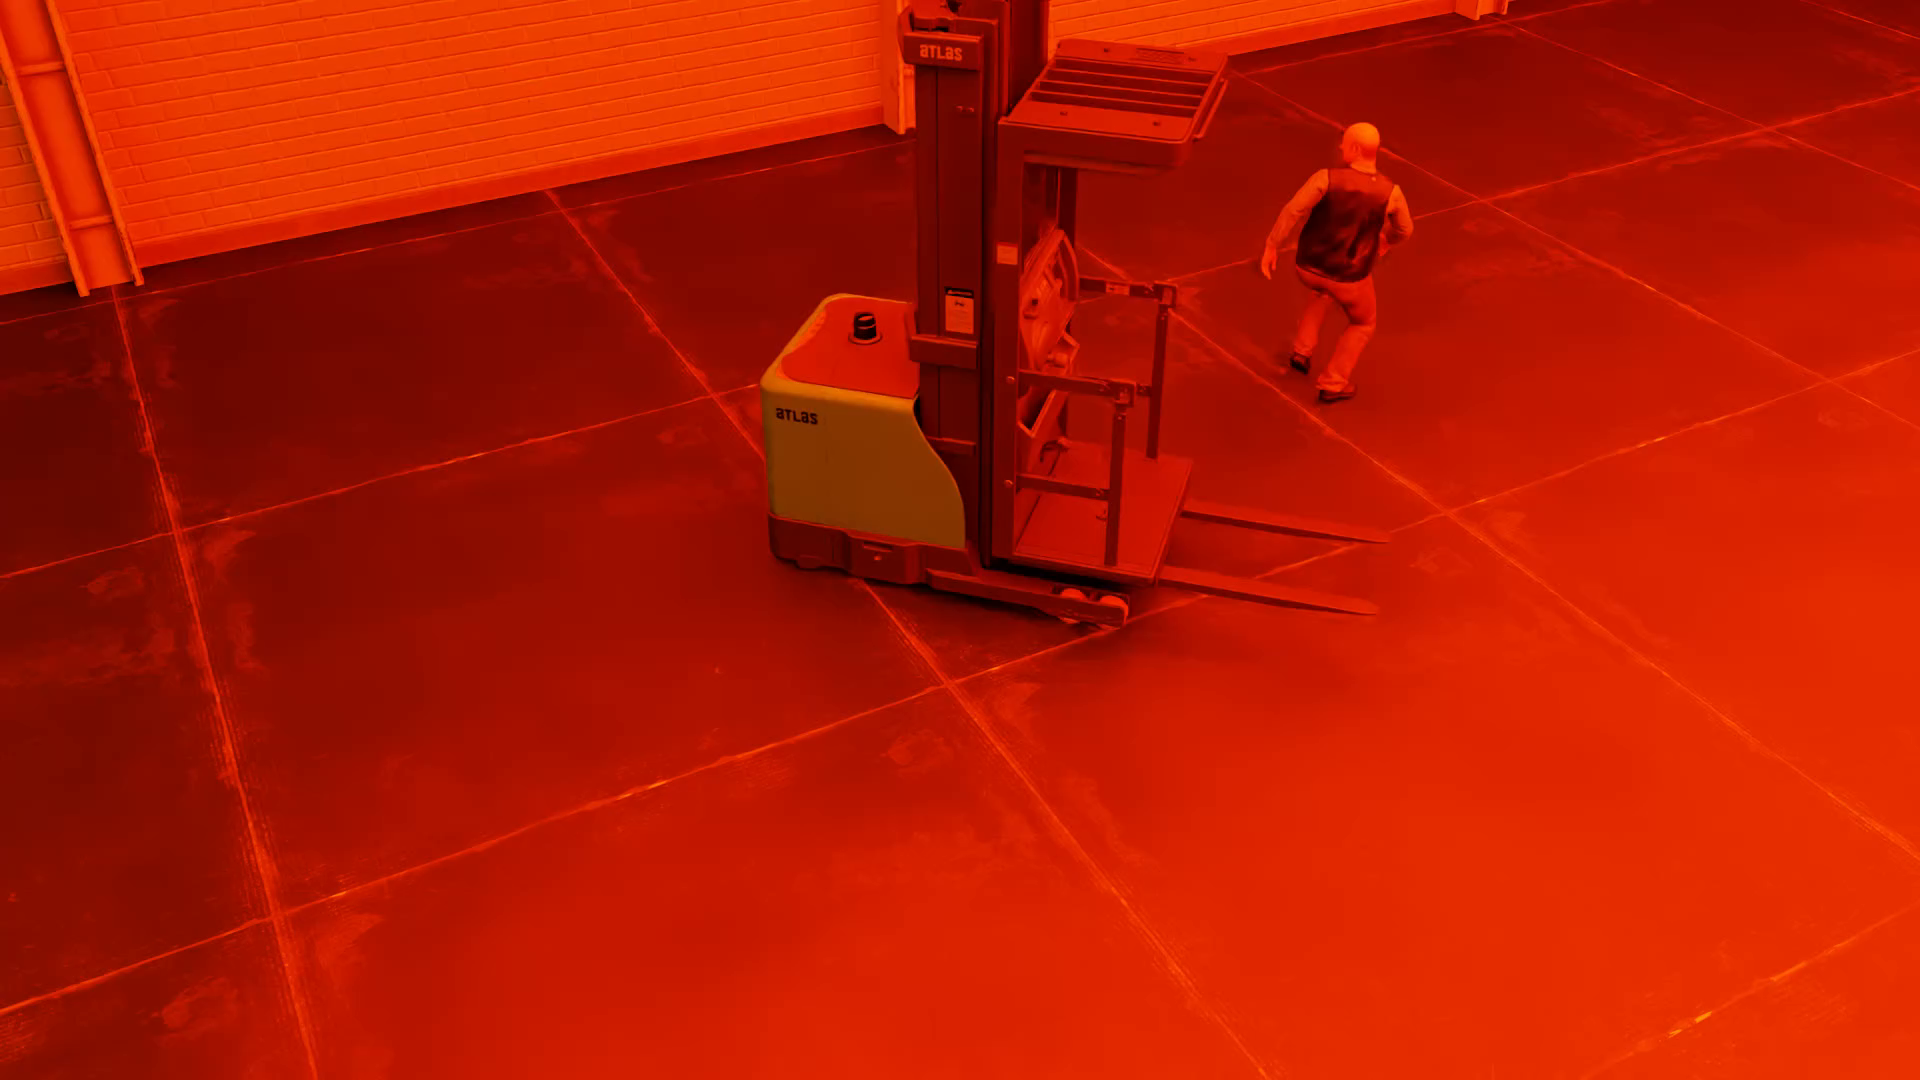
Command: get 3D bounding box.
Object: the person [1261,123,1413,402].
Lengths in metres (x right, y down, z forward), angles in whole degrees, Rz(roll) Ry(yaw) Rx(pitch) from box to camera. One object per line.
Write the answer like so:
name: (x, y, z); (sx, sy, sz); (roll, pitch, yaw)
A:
person: (2.159, -1.567, 9.477); (0.699, 1.669, 0.707); (20, 40, 26)

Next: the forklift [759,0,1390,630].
forklift: (0.602, -1.104, 7.685); (3.031, 2.935, 1.130); (10, 36, 14)
